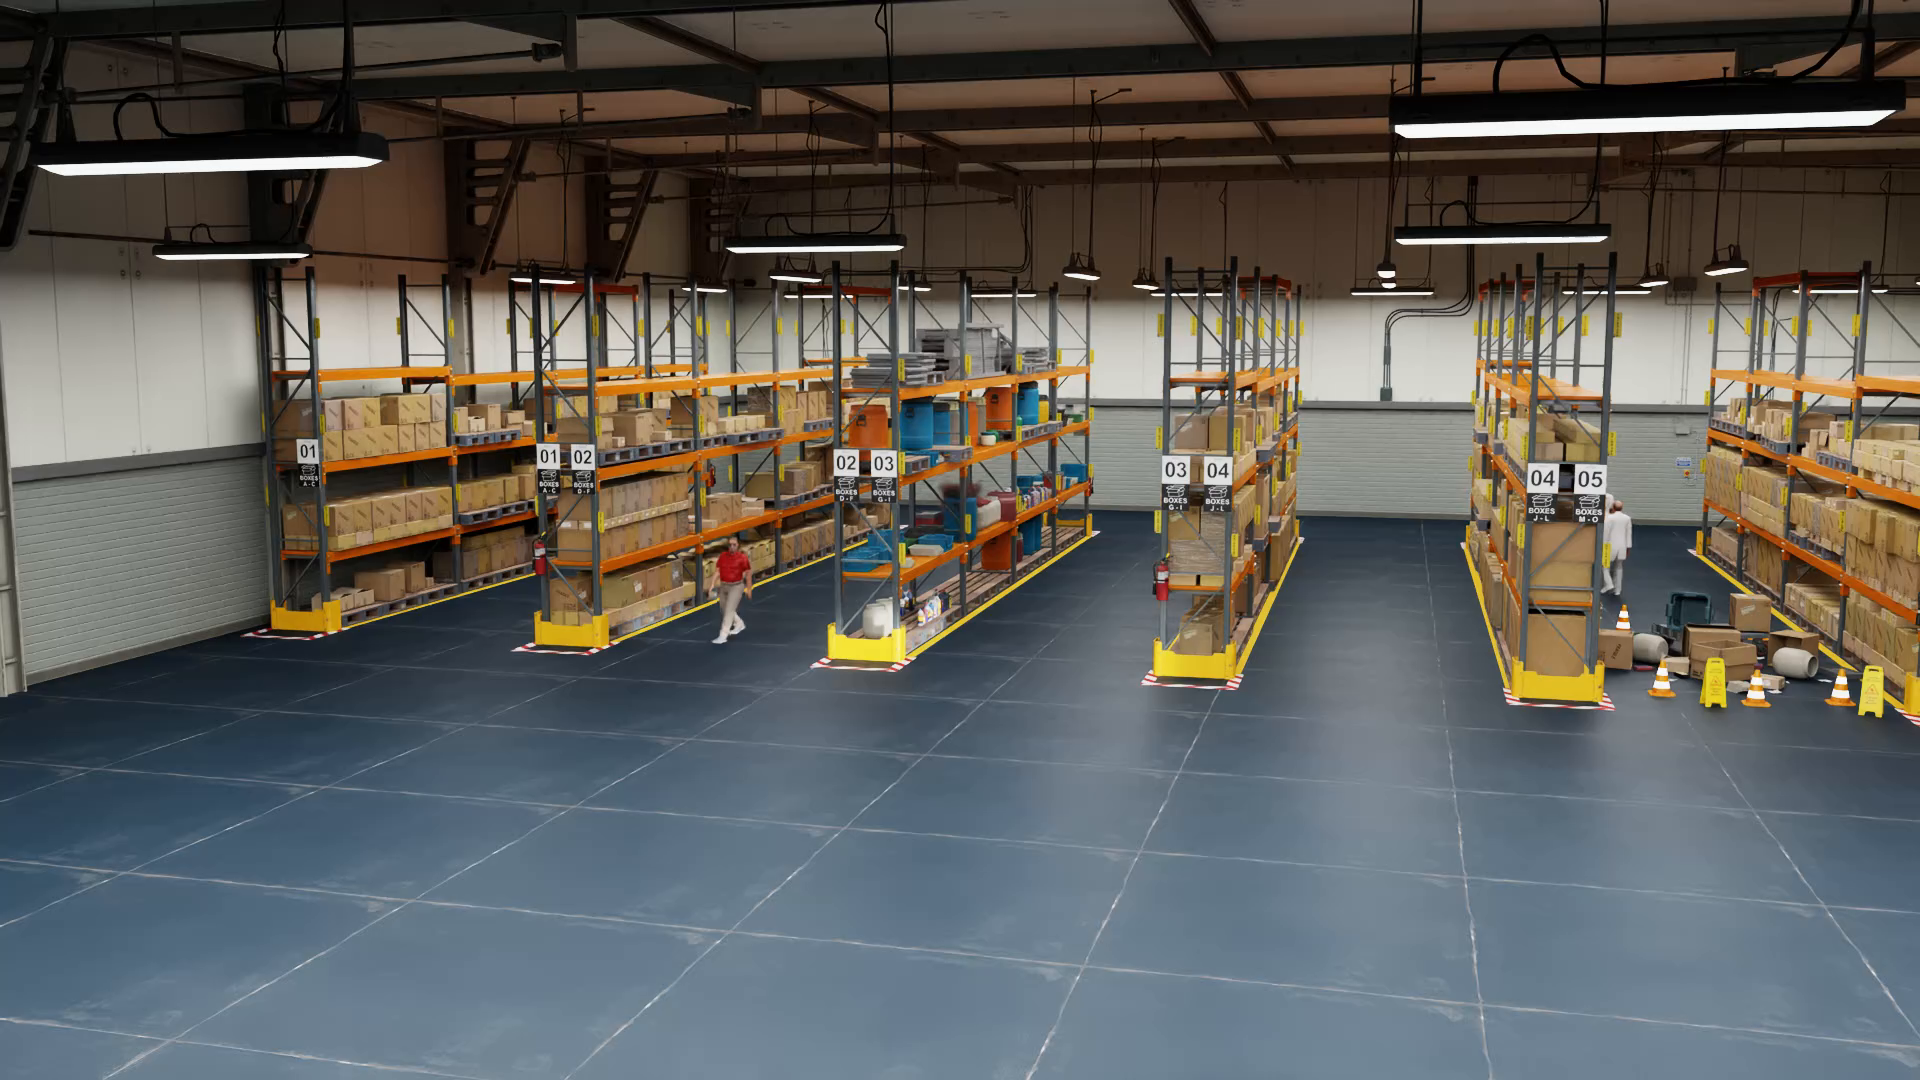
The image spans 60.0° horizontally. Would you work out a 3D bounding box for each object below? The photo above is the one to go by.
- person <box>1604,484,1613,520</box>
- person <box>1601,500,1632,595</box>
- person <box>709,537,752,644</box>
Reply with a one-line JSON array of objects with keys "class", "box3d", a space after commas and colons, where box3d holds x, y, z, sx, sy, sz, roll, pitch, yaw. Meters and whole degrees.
[{"class": "person", "box3d": [13.754, -0.394, 35.676, 0.616, 1.767, 0.467, -3, 8, -20]}, {"class": "person", "box3d": [12.362, 0.157, 31.375, 0.632, 1.806, 0.468, -1, 7, -10]}, {"class": "person", "box3d": [-3.684, 0.780, 26.736, 0.618, 1.684, 0.961, 3, 8, 24]}]
